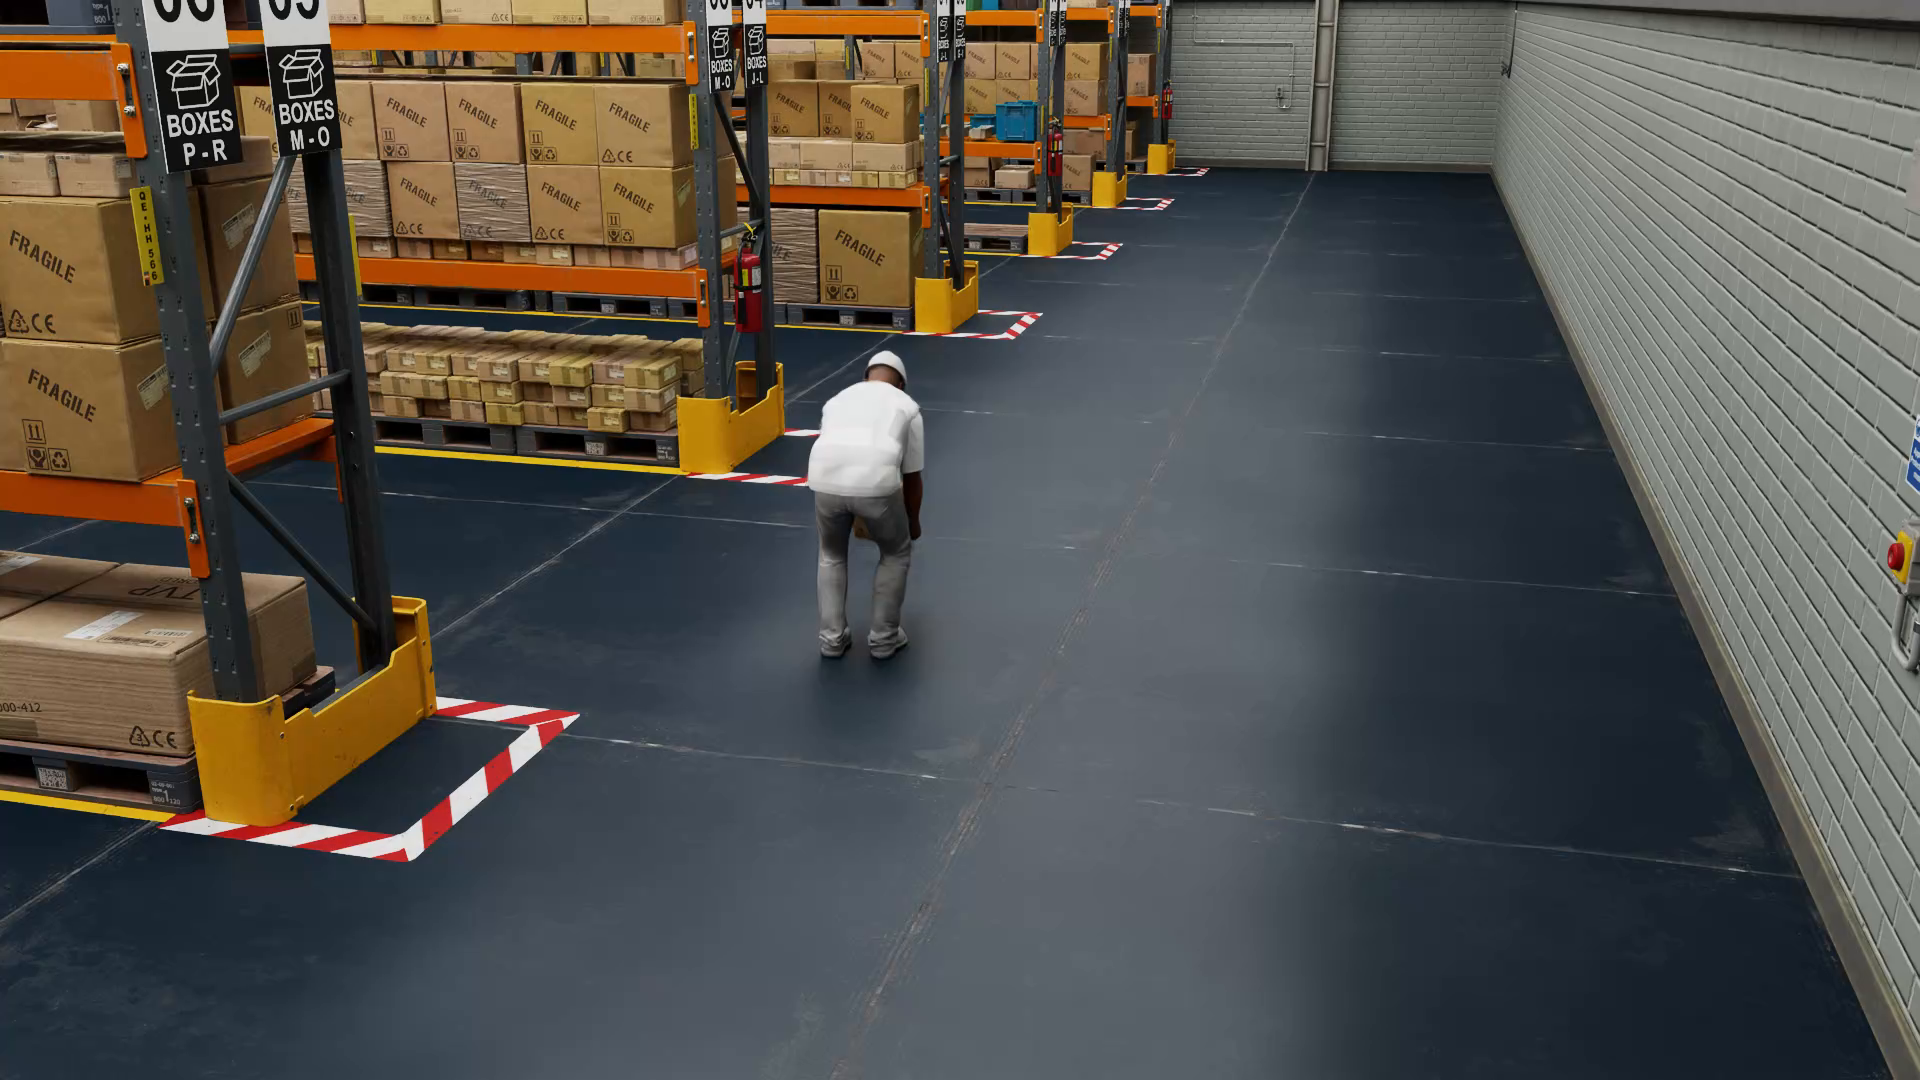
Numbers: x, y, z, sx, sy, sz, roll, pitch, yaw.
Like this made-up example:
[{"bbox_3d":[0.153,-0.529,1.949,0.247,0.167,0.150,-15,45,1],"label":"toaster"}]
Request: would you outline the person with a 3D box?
[{"bbox_3d":[-0.433,-0.172,7.929,0.491,1.342,0.912,4,19,12],"label":"person"}]
